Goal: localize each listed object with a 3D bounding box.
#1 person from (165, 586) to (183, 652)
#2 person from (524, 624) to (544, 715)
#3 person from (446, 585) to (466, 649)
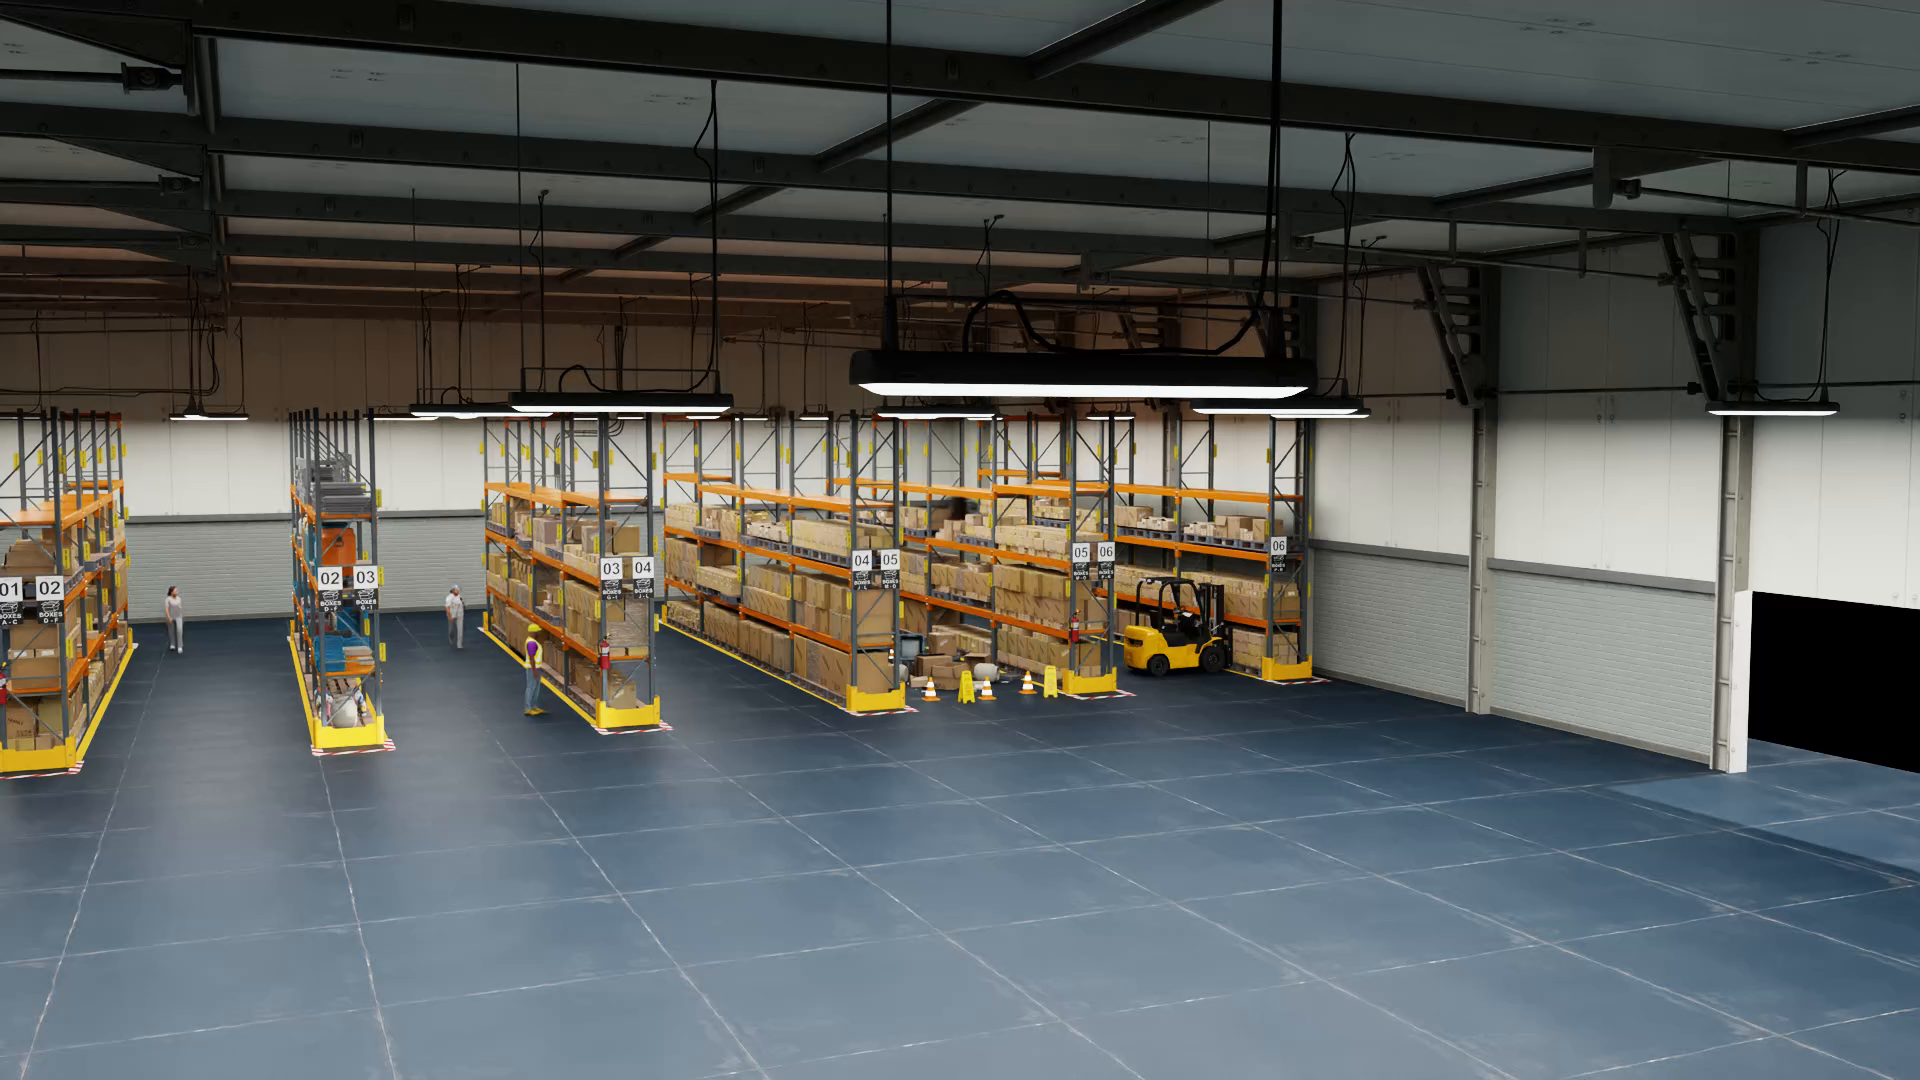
[{"bbox_3d":[-19.736,1.965,41.741,0.403,1.610,1.022,-2,5,-29],"label":"person"},{"bbox_3d":[-8.404,2.536,32.804,0.372,1.779,0.616,0,4,0],"label":"person"},{"bbox_3d":[-12.830,1.951,42.307,0.487,1.623,0.929,-1,4,-17],"label":"person"}]
